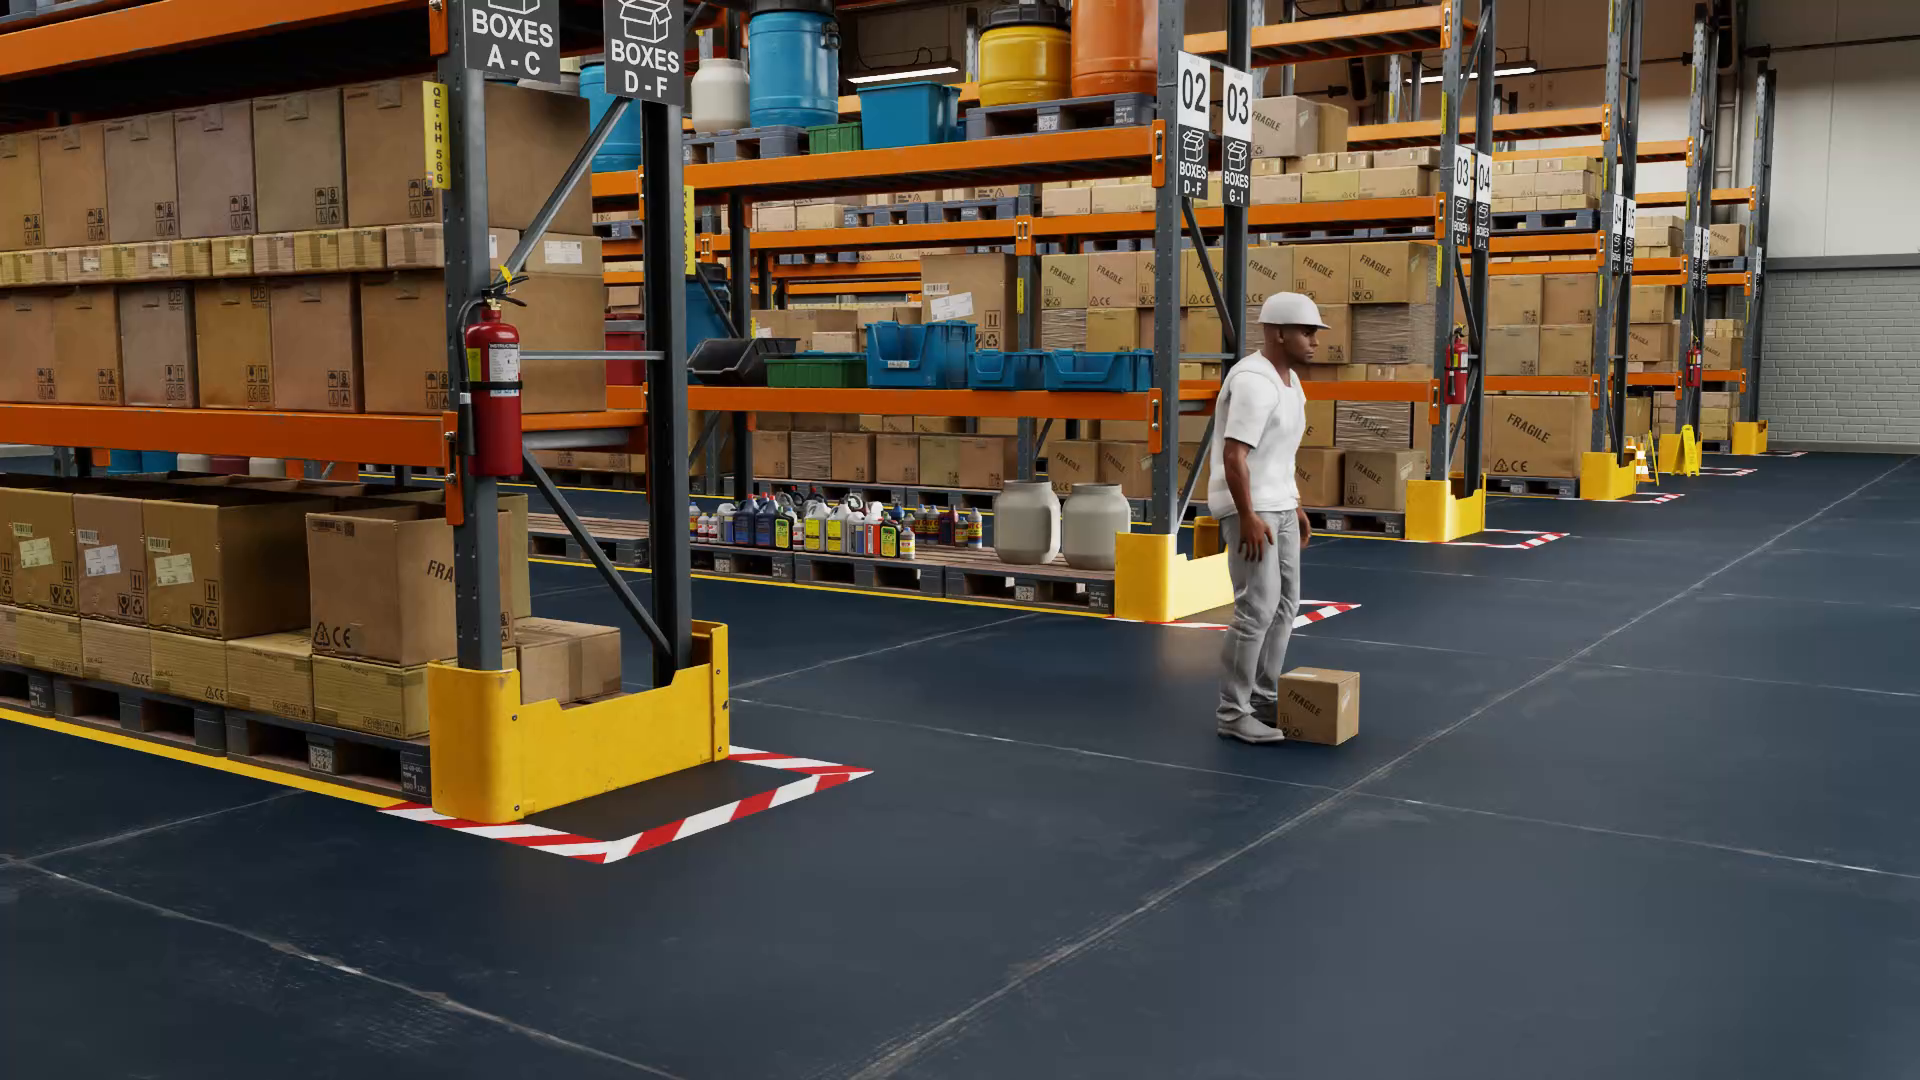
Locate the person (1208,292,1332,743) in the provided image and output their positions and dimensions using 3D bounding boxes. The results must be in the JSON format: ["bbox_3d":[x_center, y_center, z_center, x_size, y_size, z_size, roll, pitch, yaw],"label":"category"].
[{"bbox_3d":[1.237,-0.105,6.657,0.454,1.761,0.636,4,7,31],"label":"person"}]
